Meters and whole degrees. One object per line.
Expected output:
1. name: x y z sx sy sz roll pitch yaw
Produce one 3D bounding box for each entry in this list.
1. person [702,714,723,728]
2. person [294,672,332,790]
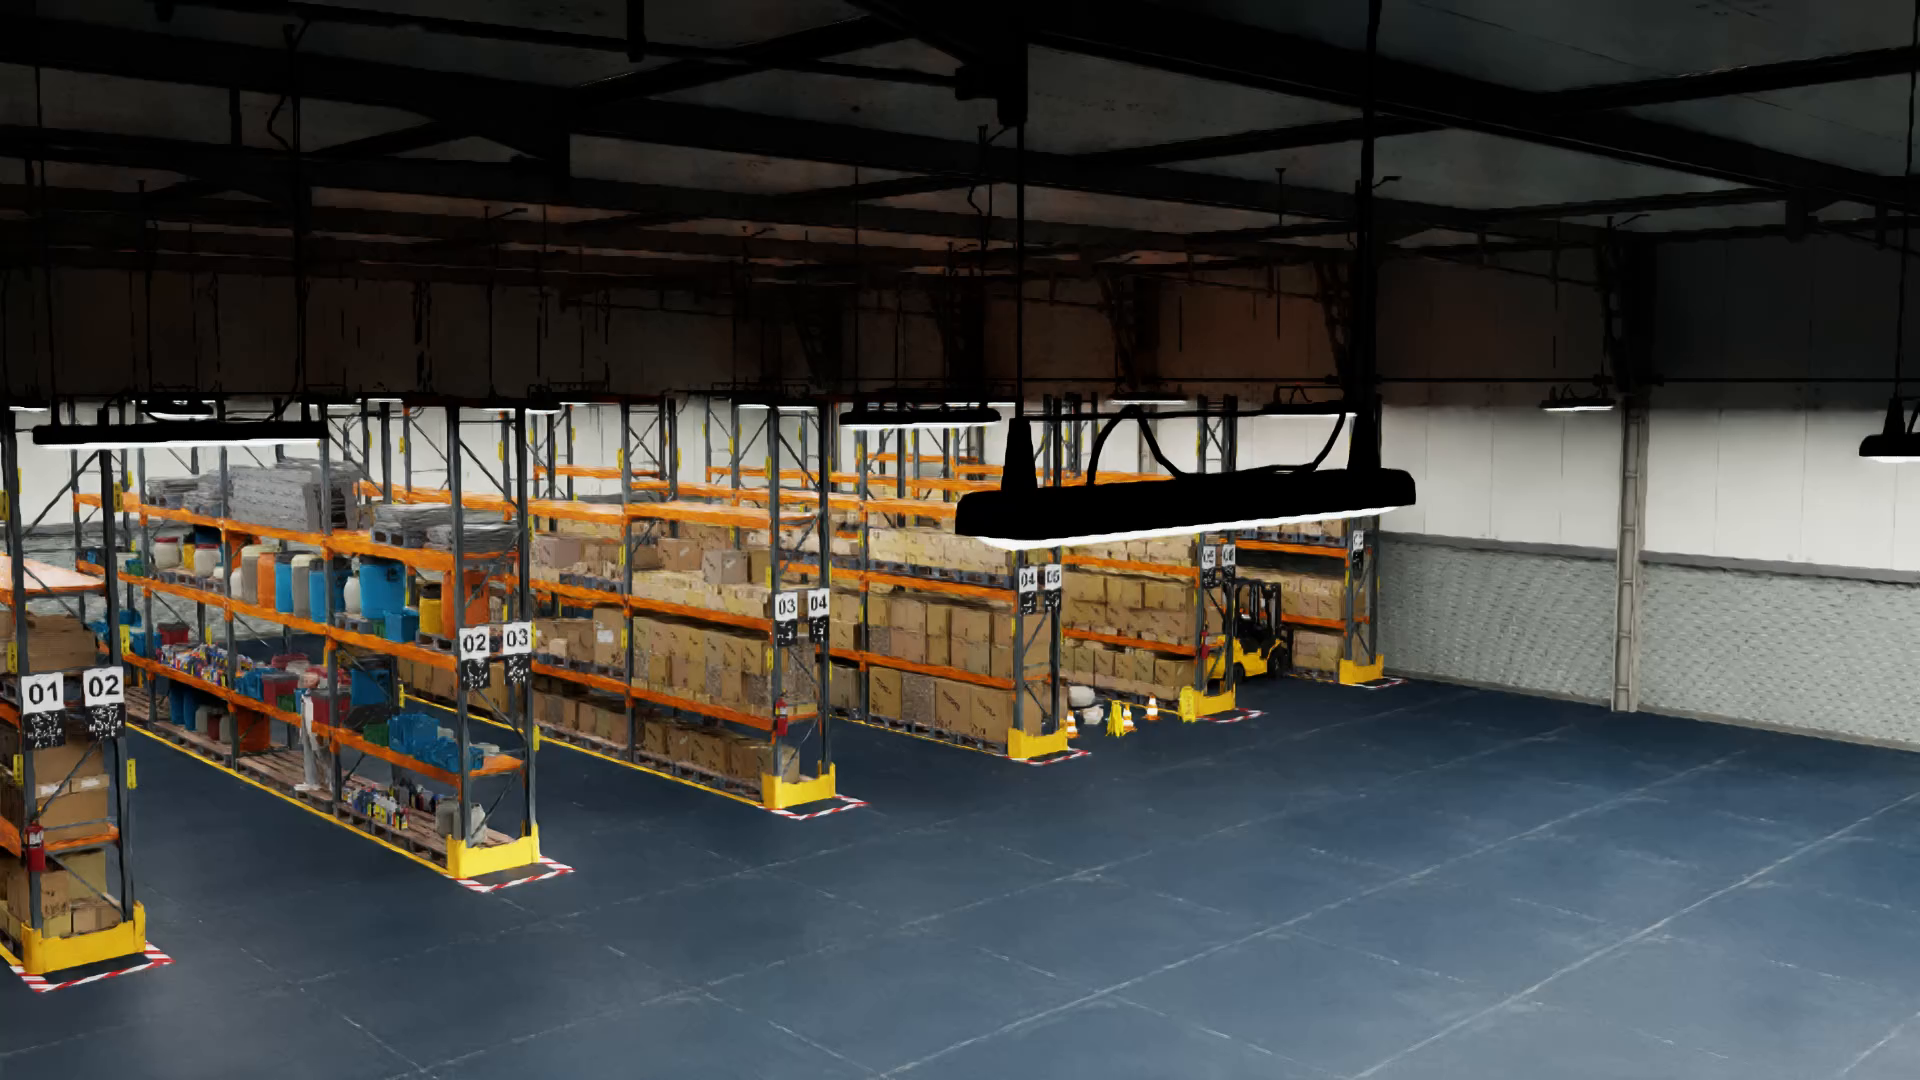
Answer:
1. person: -4.293 2.640 29.138 0.601 1.732 0.463 2 6 17
2. person: -9.611 2.851 24.796 0.653 1.772 0.531 4 7 39
